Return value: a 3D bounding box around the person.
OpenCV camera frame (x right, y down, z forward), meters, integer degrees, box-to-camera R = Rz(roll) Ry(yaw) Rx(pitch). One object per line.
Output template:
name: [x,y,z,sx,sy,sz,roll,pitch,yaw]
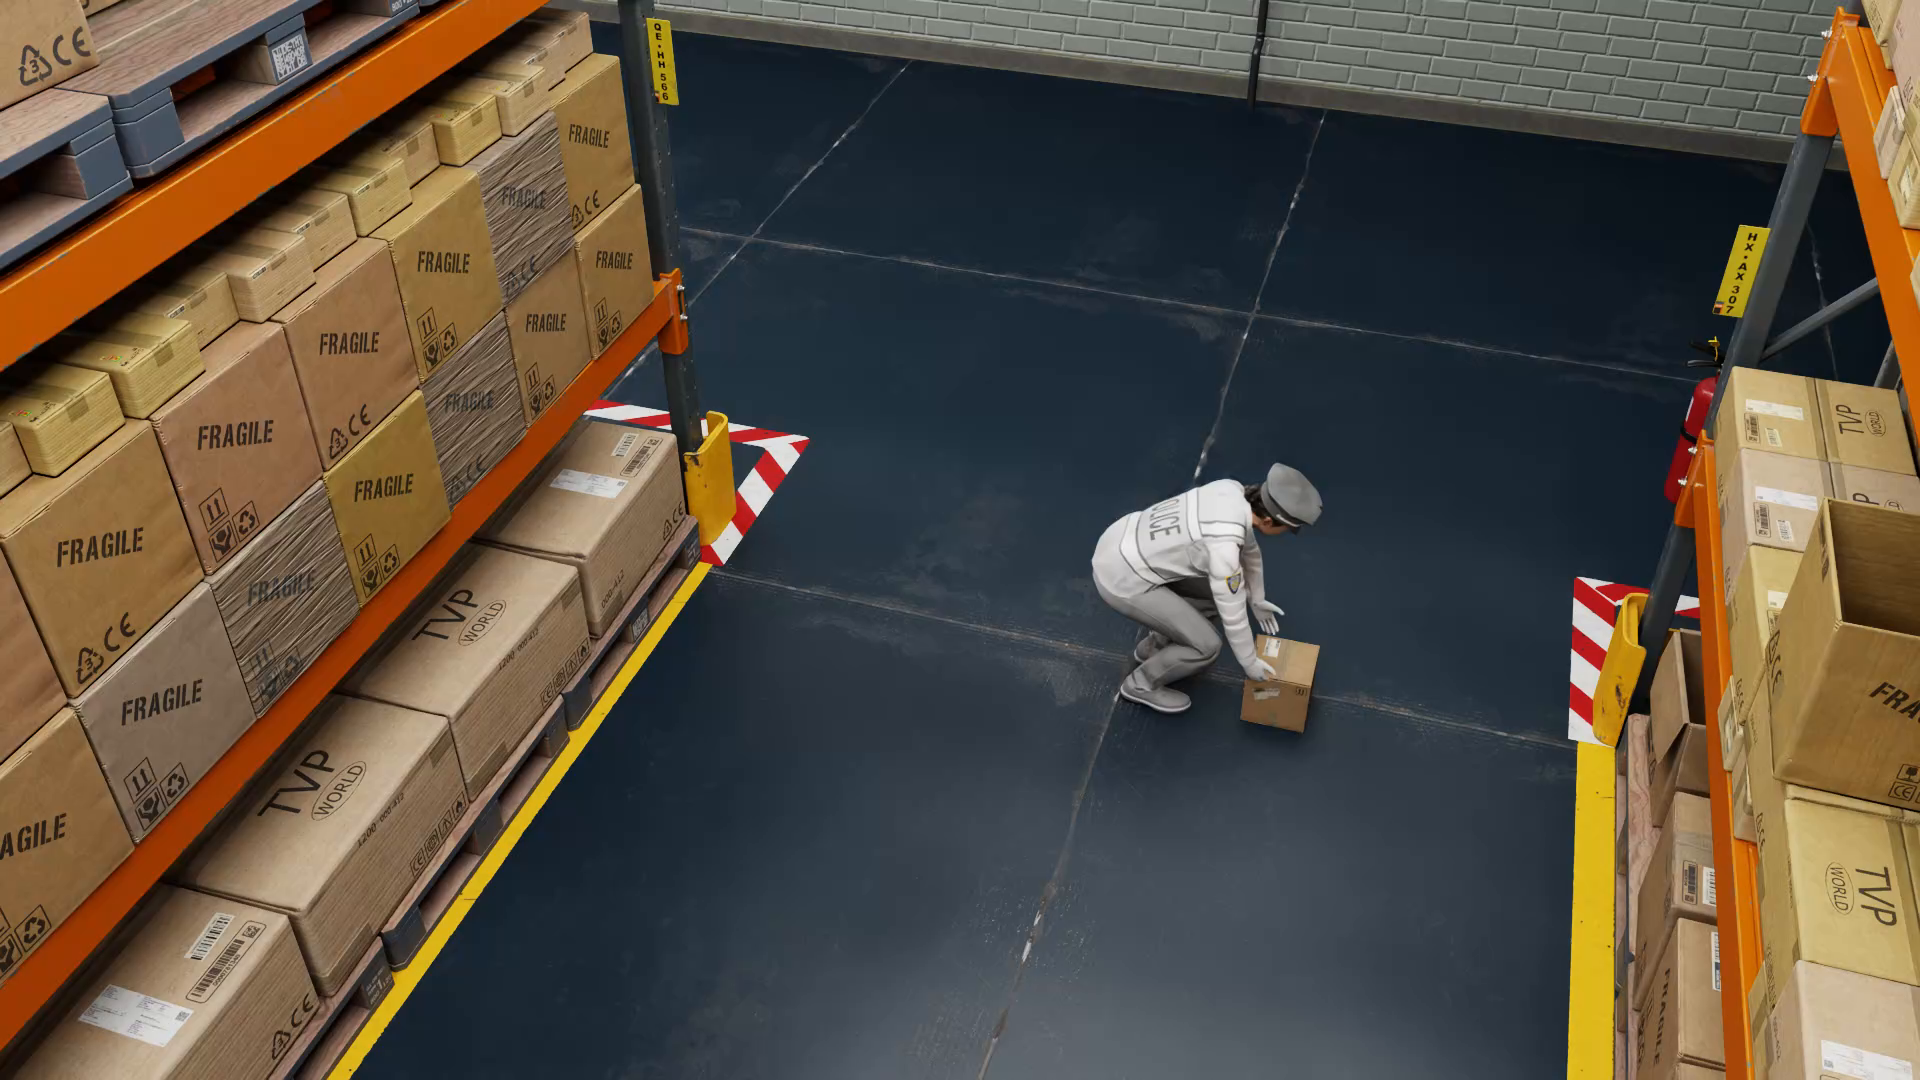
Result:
person: [0.933,0.153,6.440,0.827,1.075,0.505,11,39,14]
